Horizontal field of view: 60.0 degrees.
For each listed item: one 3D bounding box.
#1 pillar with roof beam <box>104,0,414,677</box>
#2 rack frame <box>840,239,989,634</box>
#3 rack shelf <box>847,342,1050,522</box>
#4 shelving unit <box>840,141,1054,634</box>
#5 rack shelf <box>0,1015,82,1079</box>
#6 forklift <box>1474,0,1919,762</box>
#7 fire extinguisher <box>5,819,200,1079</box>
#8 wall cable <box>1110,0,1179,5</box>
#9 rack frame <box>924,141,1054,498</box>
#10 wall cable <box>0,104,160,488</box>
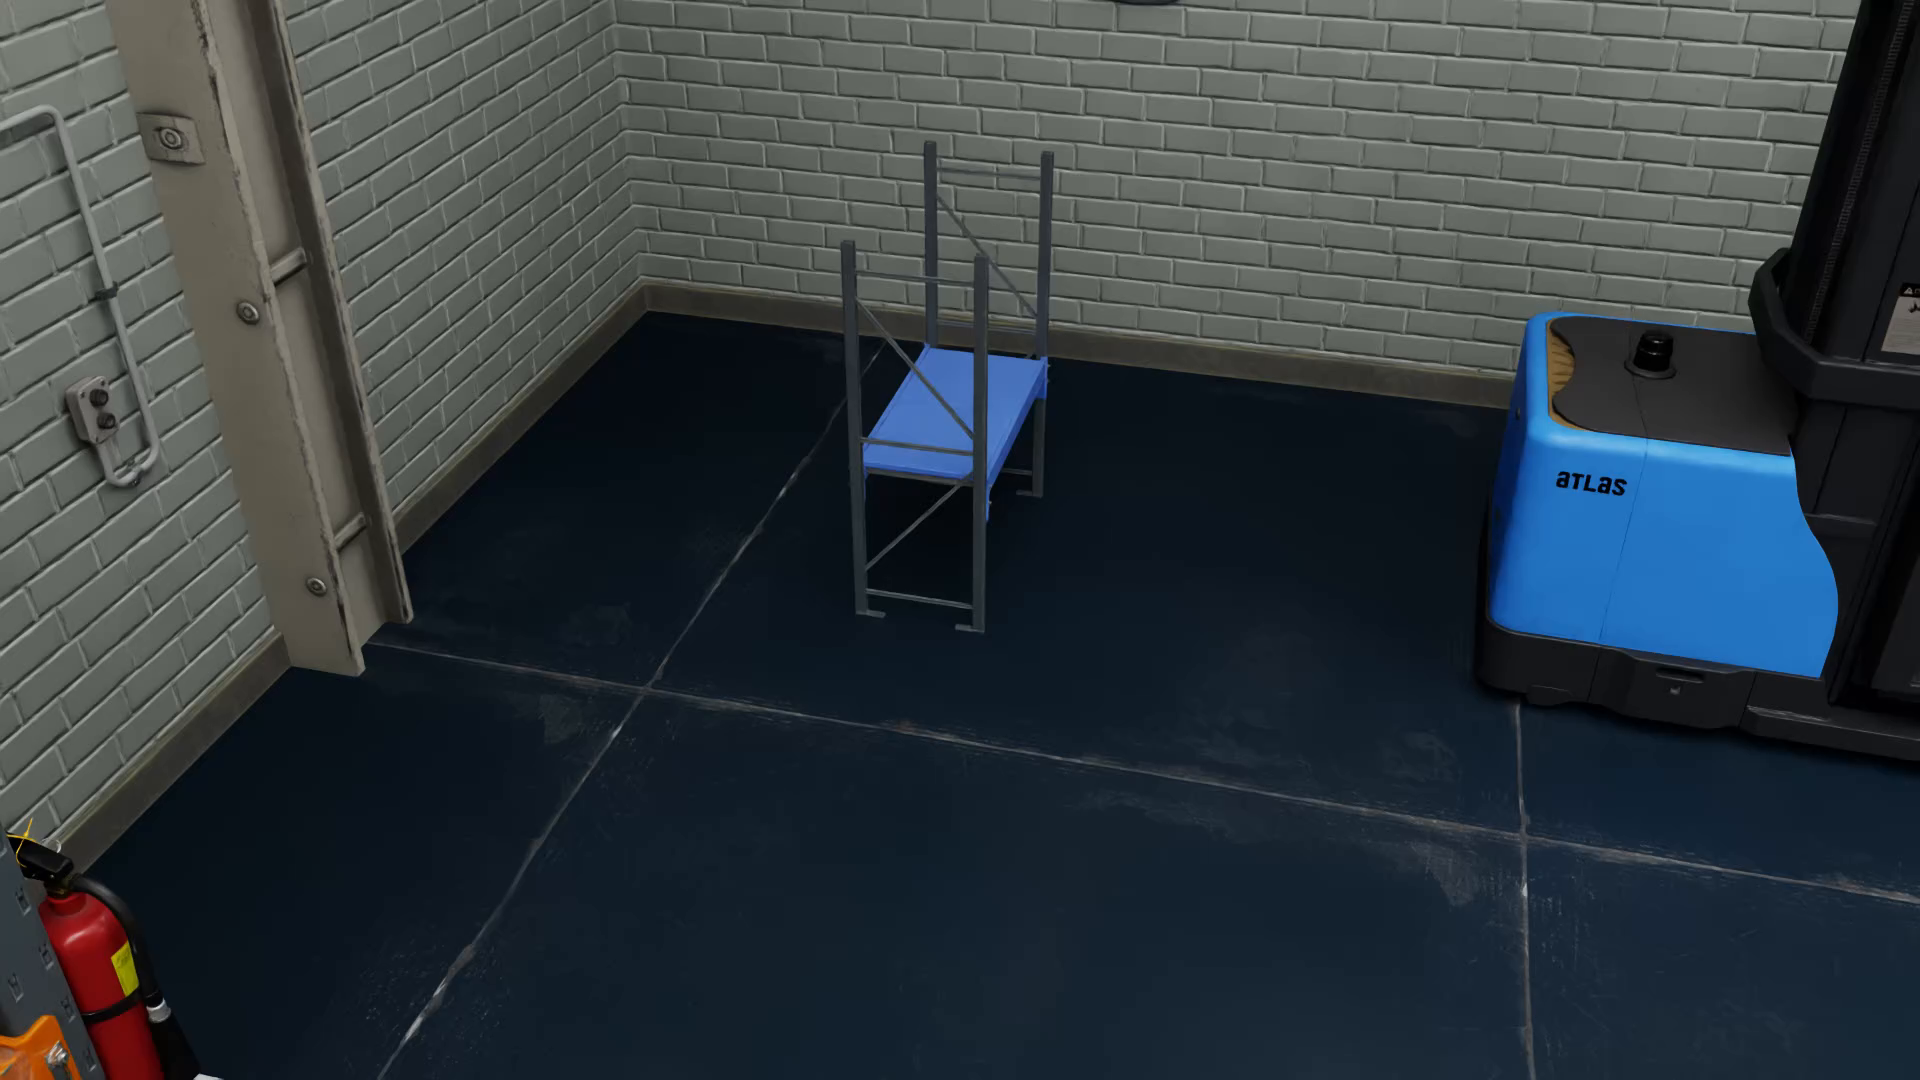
[{"bbox_3d":[1.902,-2.843,2.834,9.100,9.000,0.400,8,33,12],"label":"pillar with roof beam"},{"bbox_3d":[-0.151,-0.325,5.863,0.500,1.500,0.032,8,33,12],"label":"rack frame"},{"bbox_3d":[-0.022,-0.437,6.374,0.538,0.185,1.000,8,33,12],"label":"rack shelf"},{"bbox_3d":[-0.022,-0.589,6.278,0.538,1.500,1.048,8,33,12],"label":"shelving unit"},{"bbox_3d":[-2.618,1.963,1.536,1.077,0.370,4.000,8,33,12],"label":"rack shelf"},{"bbox_3d":[3.396,-0.717,5.146,3.031,2.935,1.130,9,33,13],"label":"forklift"},{"bbox_3d":[-1.626,0.796,3.121,0.296,0.674,0.183,8,33,12],"label":"fire extinguisher"},{"bbox_3d":[-0.330,-3.486,6.740,3.097,2.526,0.112,8,33,12],"label":"wall cable"},{"bbox_3d":[0.107,-0.852,6.693,0.500,1.500,0.032,8,33,12],"label":"rack frame"},{"bbox_3d":[-2.701,-0.600,3.951,0.084,1.984,1.851,8,33,12],"label":"wall cable"}]
